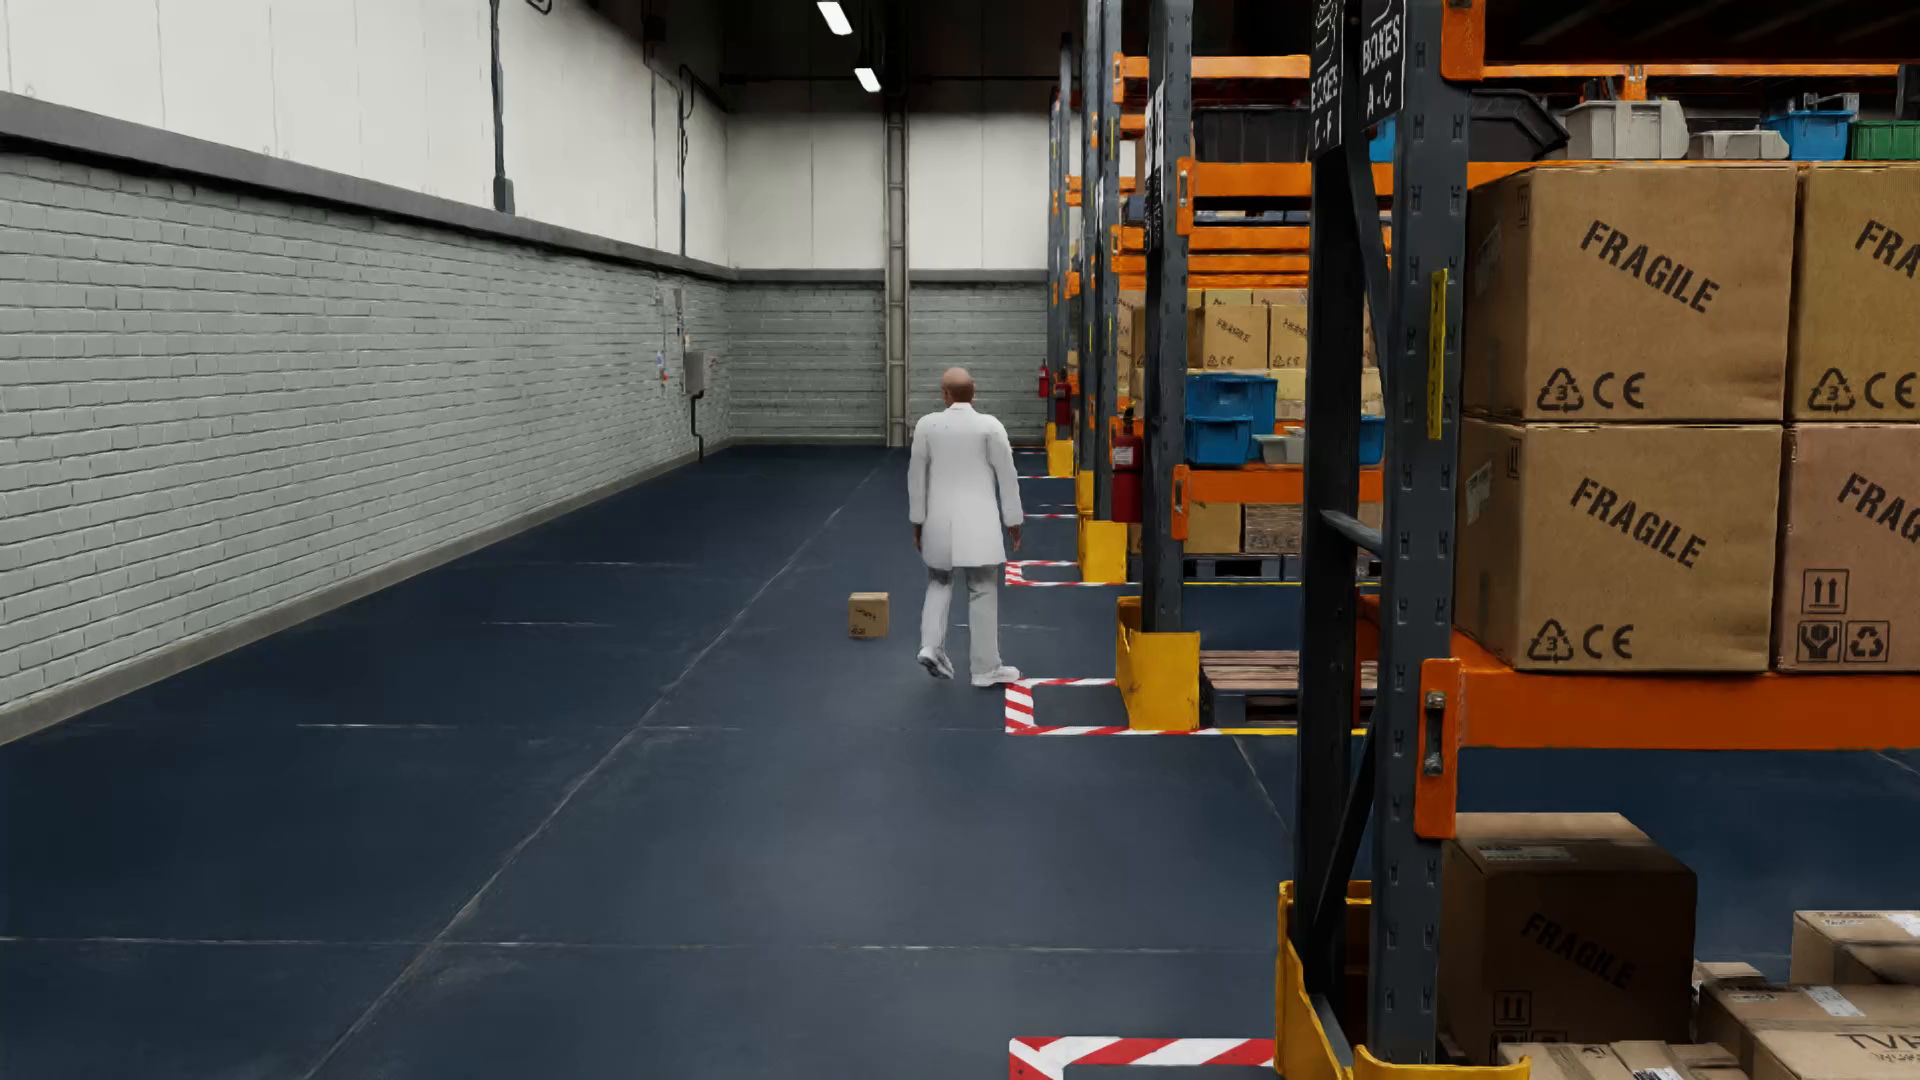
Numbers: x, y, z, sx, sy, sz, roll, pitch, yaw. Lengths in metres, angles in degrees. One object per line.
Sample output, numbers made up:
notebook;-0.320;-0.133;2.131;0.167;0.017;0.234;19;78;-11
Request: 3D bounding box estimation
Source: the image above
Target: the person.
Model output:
person;0.022;-0.076;9.306;0.650;1.778;0.505;3;8;20
